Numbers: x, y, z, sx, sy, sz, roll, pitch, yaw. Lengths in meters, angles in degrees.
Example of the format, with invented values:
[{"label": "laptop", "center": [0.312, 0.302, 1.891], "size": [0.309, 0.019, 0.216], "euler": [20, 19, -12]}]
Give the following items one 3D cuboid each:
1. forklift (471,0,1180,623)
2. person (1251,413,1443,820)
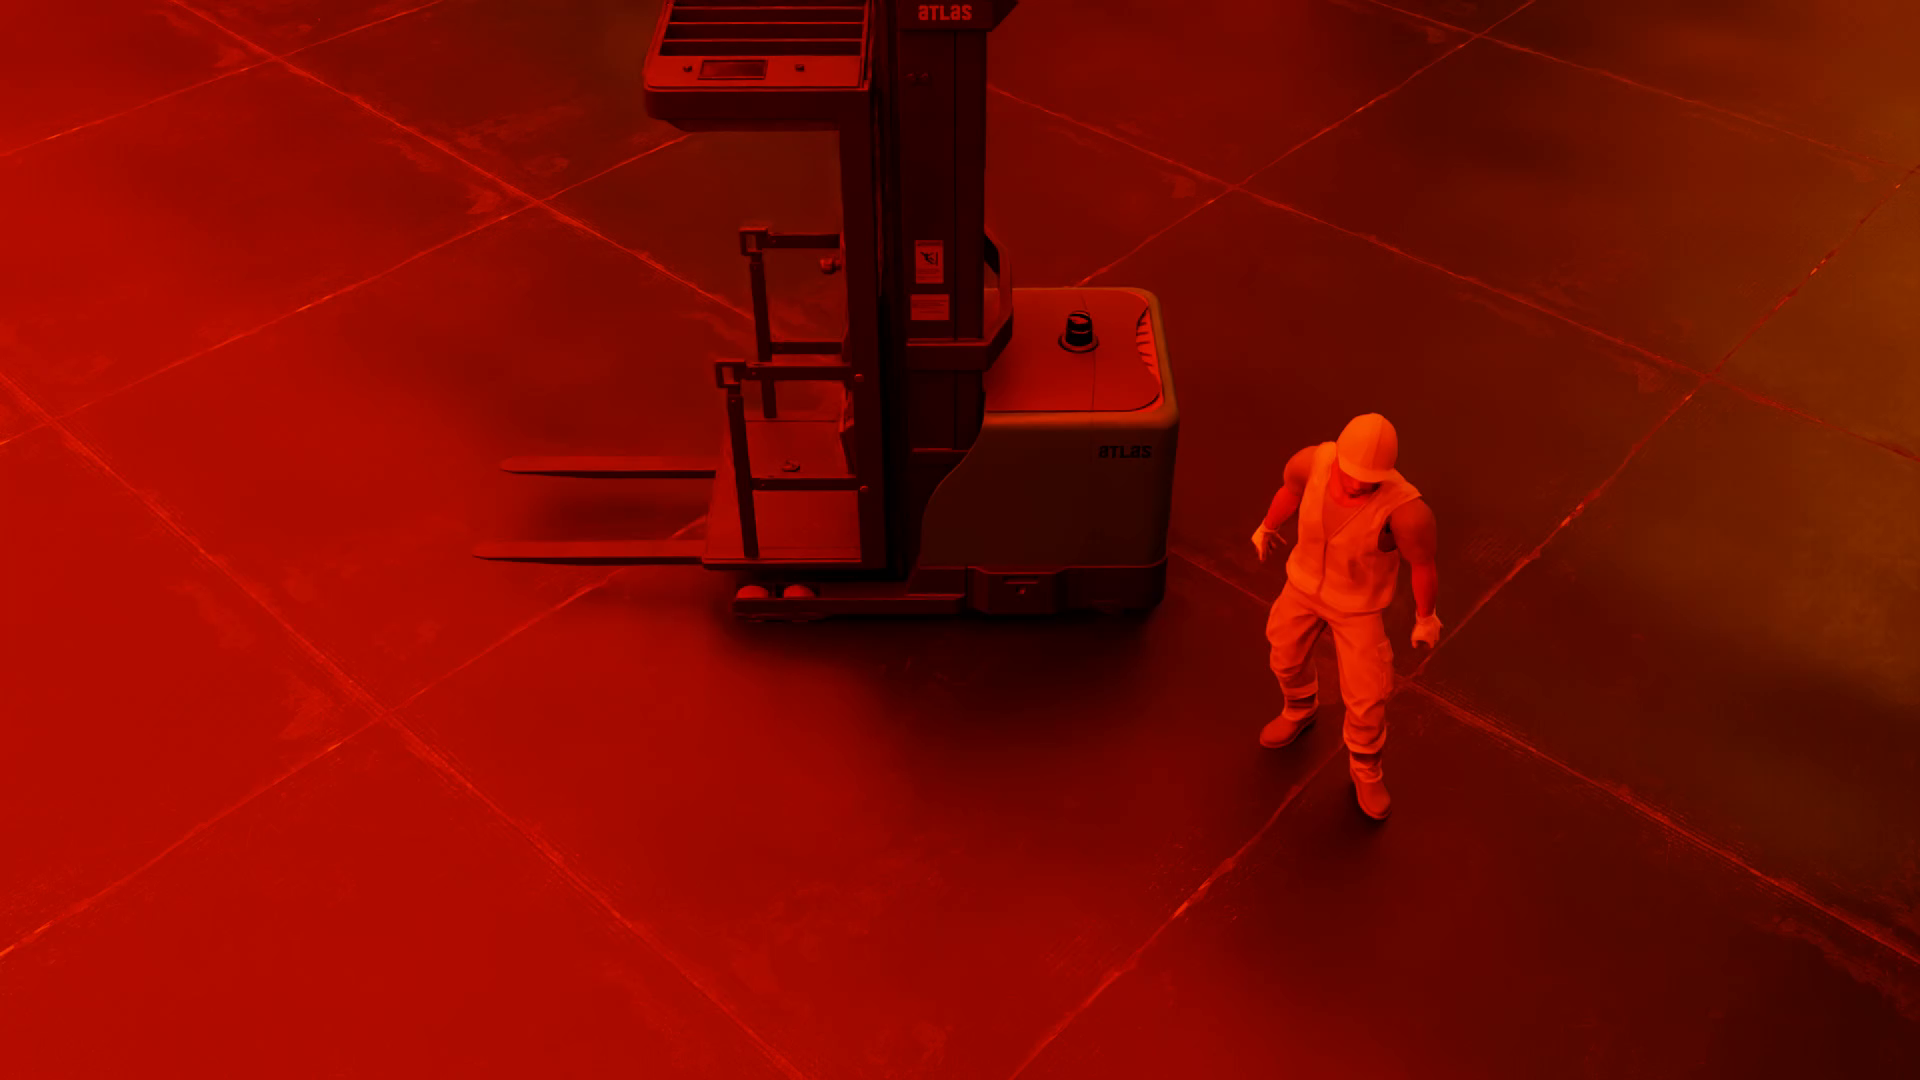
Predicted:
[{"label": "forklift", "center": [-0.622, -1.098, 6.709], "size": [3.031, 2.935, 1.130], "euler": [0, 41, 0]}, {"label": "person", "center": [1.377, 0.213, 6.103], "size": [0.867, 1.744, 0.463], "euler": [31, 49, 31]}]
